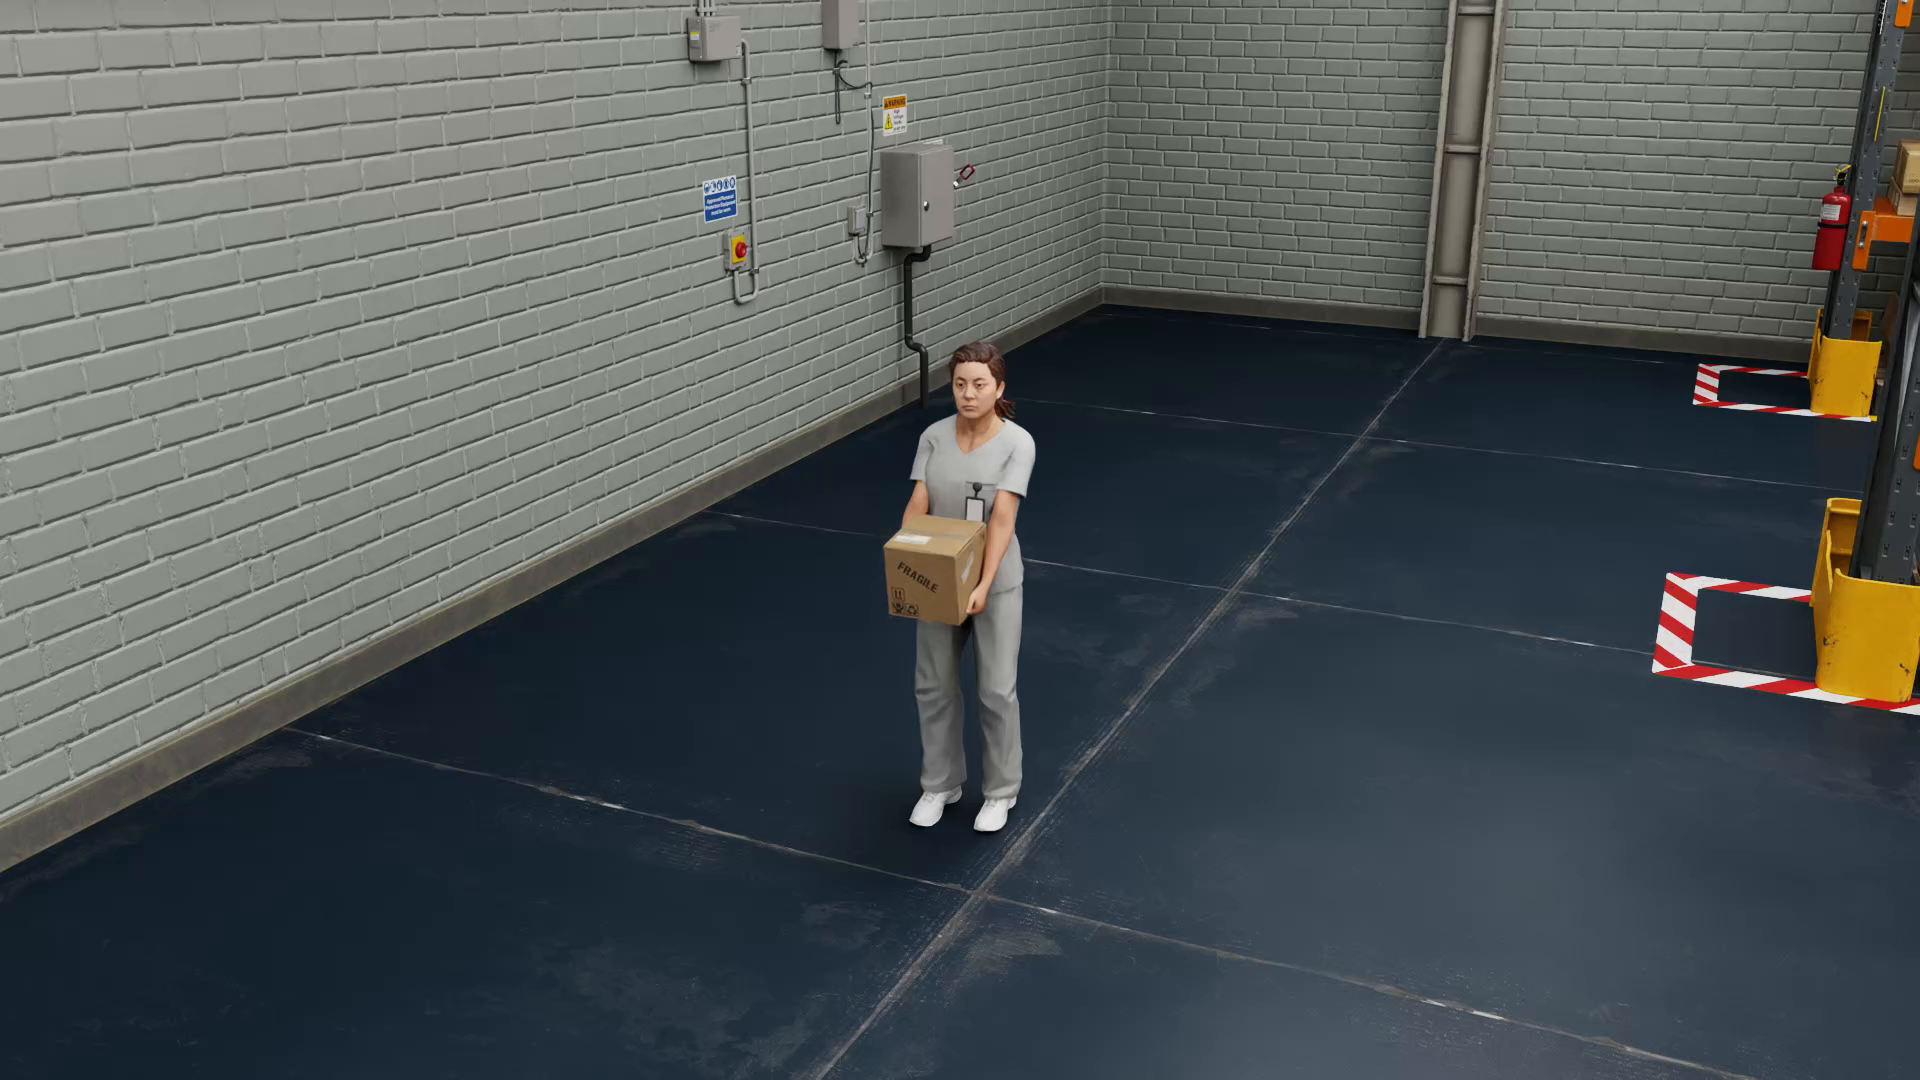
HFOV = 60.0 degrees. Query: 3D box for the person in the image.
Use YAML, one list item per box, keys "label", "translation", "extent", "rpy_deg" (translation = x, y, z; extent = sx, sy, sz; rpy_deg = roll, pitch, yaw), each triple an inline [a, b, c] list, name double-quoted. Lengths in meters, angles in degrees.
- label: "person"
  translation: [0.013, 0.183, 5.560]
  extent: [0.409, 1.668, 0.525]
  rpy_deg: [8, 21, 22]
